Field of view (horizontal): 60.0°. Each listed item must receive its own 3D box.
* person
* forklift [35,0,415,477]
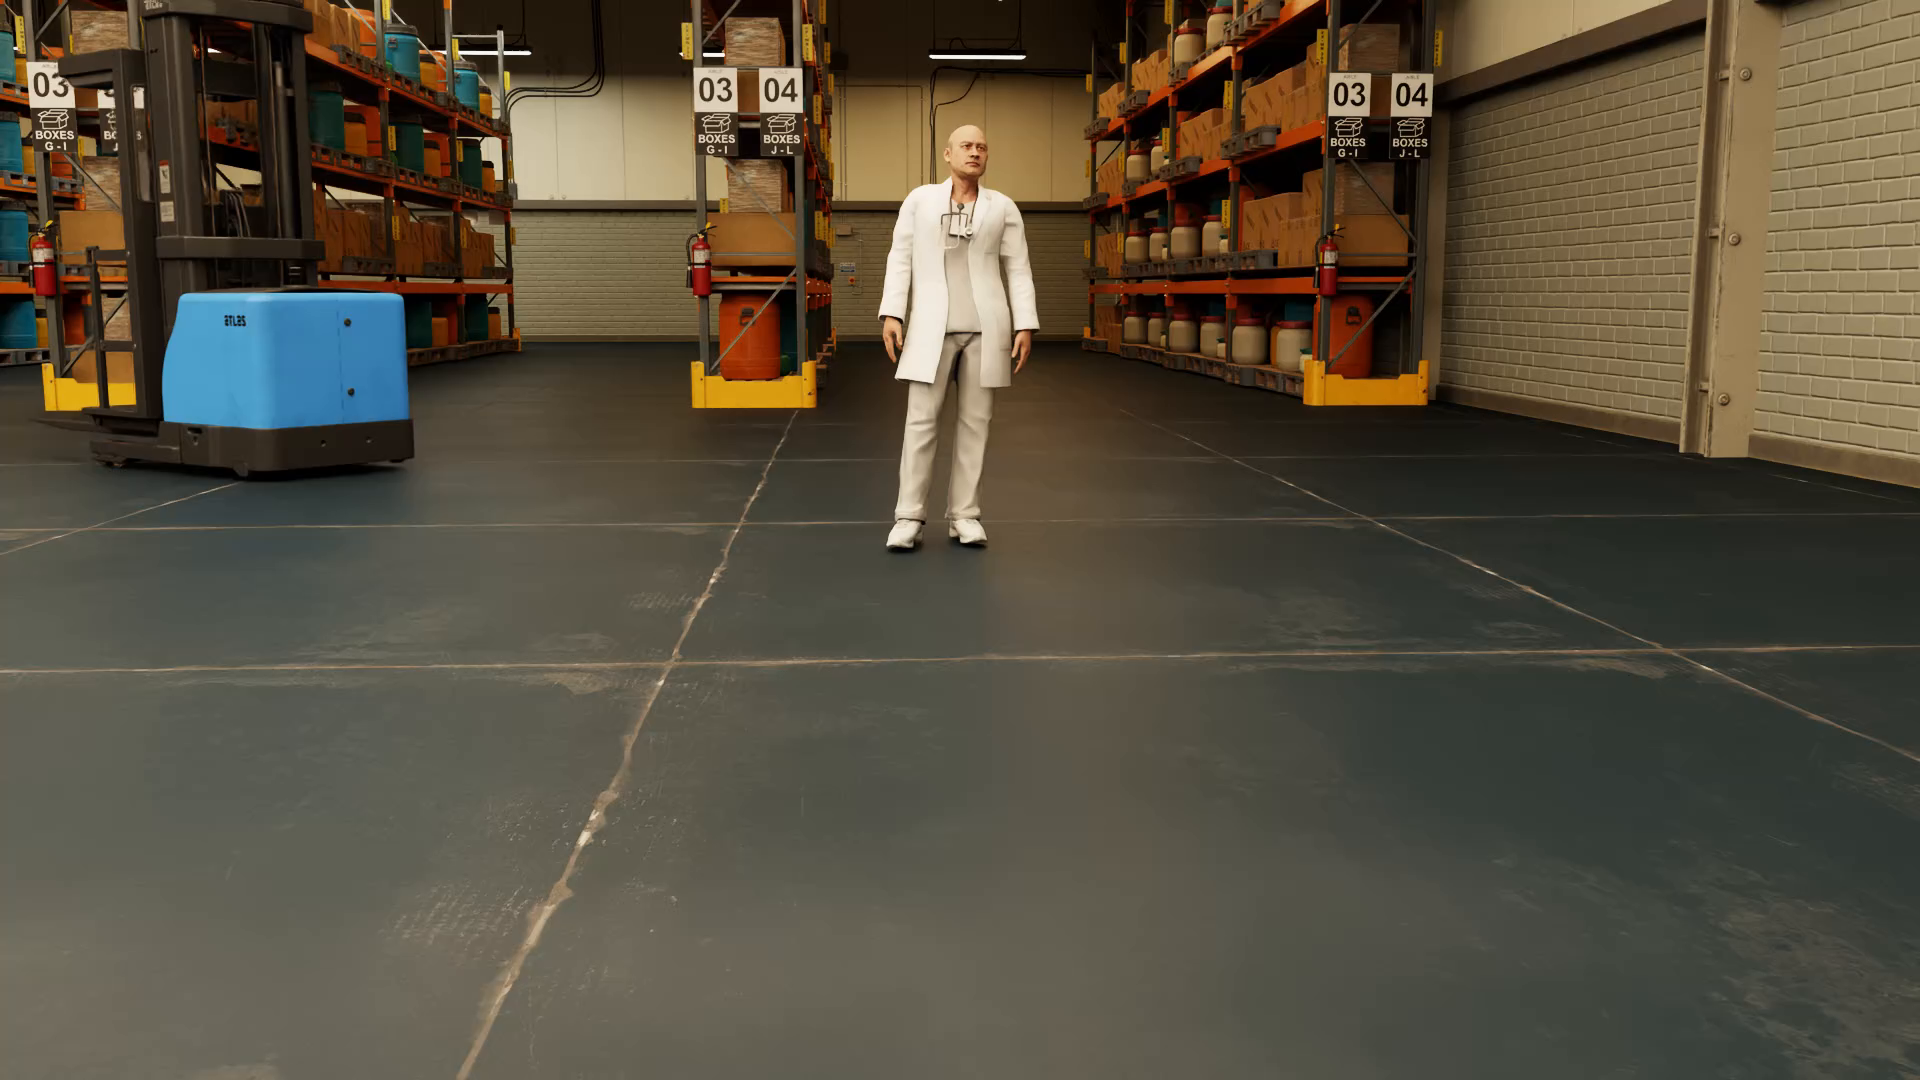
[{"bbox_3d":[0.001,-0.873,7.089,0.696,1.776,0.581,-1,8,-4],"label":"person"},{"bbox_3d":[-4.851,-1.954,10.493,3.031,2.935,1.130,6,10,35],"label":"forklift"}]
